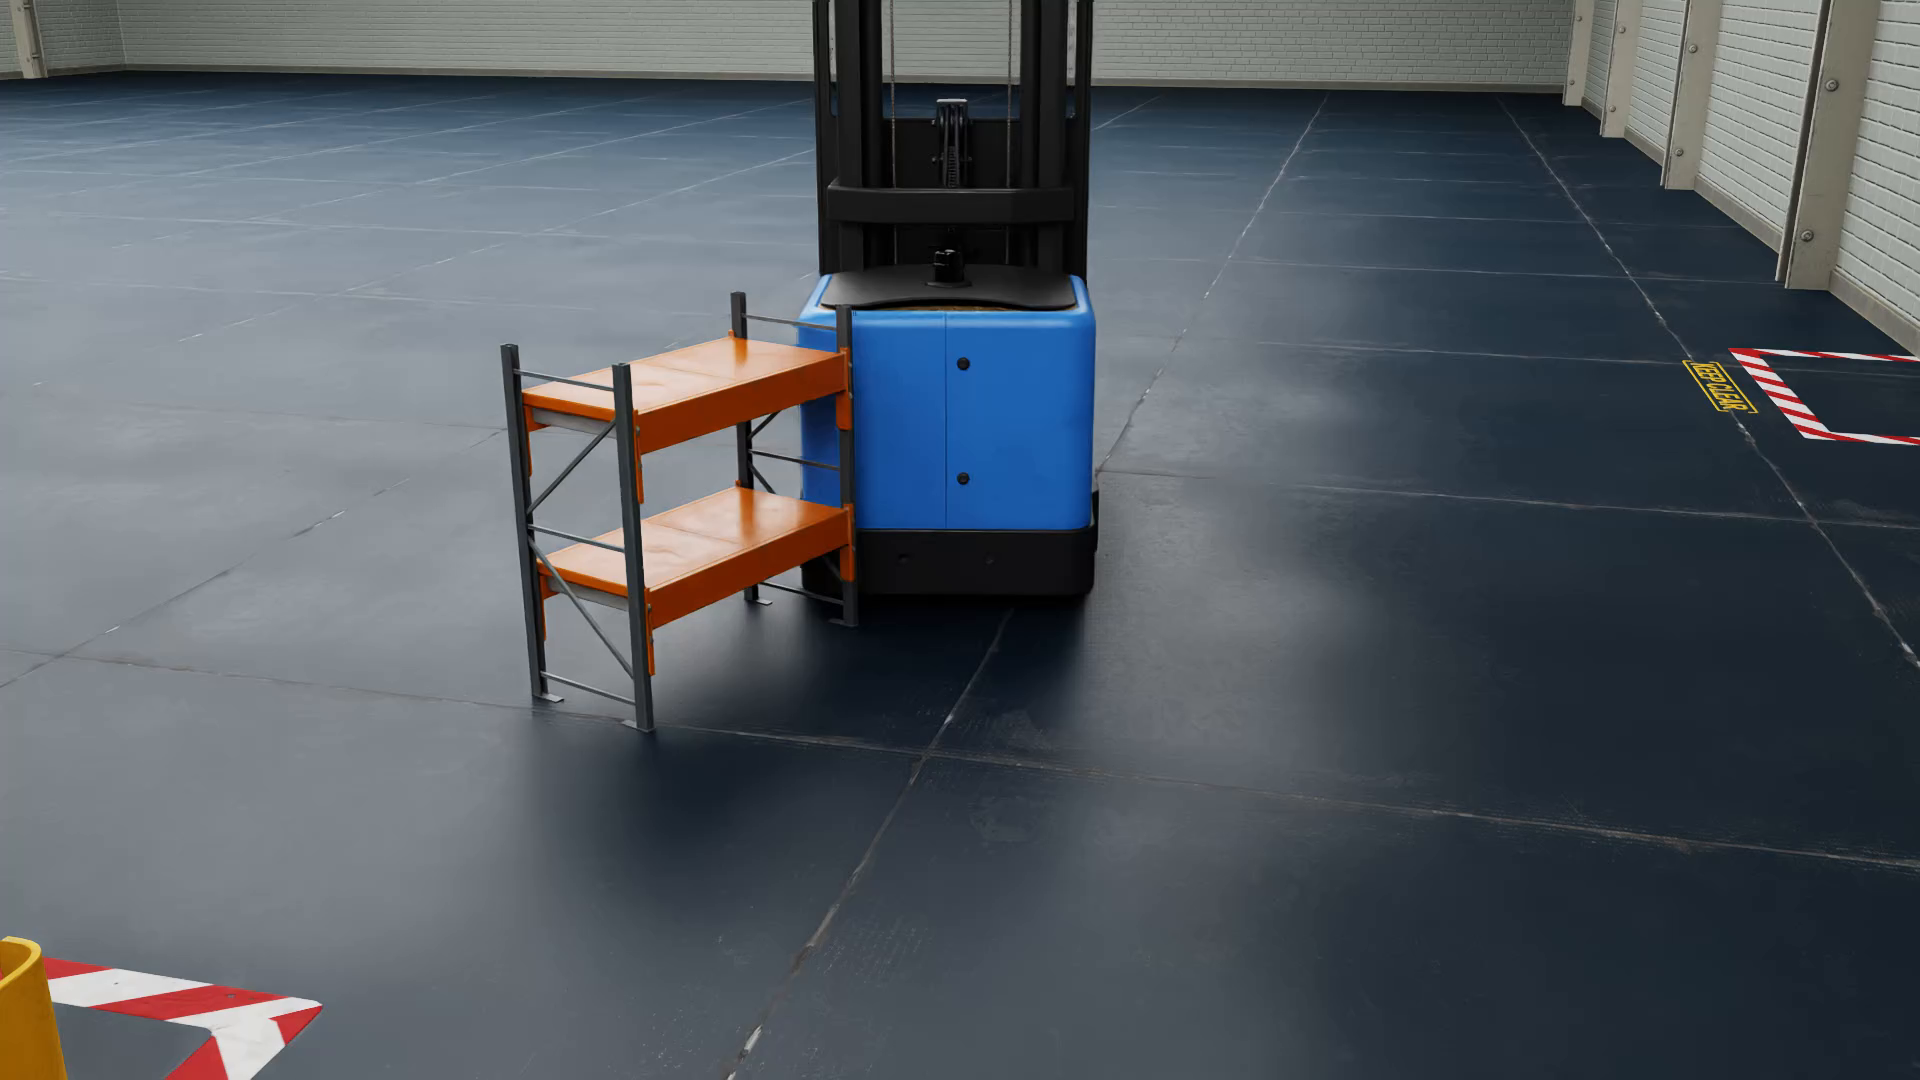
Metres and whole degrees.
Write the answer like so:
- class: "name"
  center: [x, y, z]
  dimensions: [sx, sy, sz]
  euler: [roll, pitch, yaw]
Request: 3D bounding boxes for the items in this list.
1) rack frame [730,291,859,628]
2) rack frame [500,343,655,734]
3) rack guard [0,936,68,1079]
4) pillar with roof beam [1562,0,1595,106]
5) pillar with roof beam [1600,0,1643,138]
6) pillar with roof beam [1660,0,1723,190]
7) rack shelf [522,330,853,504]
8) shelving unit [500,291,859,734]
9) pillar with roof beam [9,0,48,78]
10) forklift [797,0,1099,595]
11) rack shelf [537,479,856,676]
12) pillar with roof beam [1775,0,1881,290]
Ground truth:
- class: "rack frame"
  center: [-0.570, -0.273, 5.748]
  dimensions: [0.500, 1.125, 0.032]
  euler: [12, 22, 32]
- class: "rack frame"
  center: [-1.137, -0.001, 4.949]
  dimensions: [0.500, 1.125, 0.032]
  euler: [12, 22, 32]
- class: "rack guard"
  center: [-2.237, 0.975, 3.060]
  dimensions: [1.175, 0.500, 0.348]
  euler: [5, 19, 13]
- class: "pillar with roof beam"
  center: [6.384, -12.105, 28.204]
  dimensions: [9.100, 9.000, 0.400]
  euler: [5, 19, 13]
- class: "pillar with roof beam"
  center: [4.918, -10.224, 22.698]
  dimensions: [9.100, 9.000, 0.400]
  euler: [5, 19, 13]
- class: "pillar with roof beam"
  center: [3.452, -8.343, 17.192]
  dimensions: [9.100, 9.000, 0.400]
  euler: [5, 19, 13]
- class: "rack shelf"
  center: [-0.853, -0.414, 5.254]
  dimensions: [0.538, 0.278, 1.000]
  euler: [12, 22, 32]
- class: "shelving unit"
  center: [-0.853, -0.137, 5.349]
  dimensions: [0.538, 1.125, 1.048]
  euler: [12, 22, 32]
- class: "pillar with roof beam"
  center: [-15.812, -13.912, 33.497]
  dimensions: [9.100, 9.000, 0.400]
  euler: [5, 19, 13]
- class: "forklift"
  center: [-0.025, -1.614, 6.878]
  dimensions: [1.130, 2.935, 3.031]
  euler: [0, 19, 1]
- class: "rack shelf"
  center: [-0.853, 0.094, 5.428]
  dimensions: [0.538, 0.278, 1.000]
  euler: [12, 22, 32]
- class: "pillar with roof beam"
  center: [1.986, -6.463, 11.687]
  dimensions: [9.100, 9.000, 0.400]
  euler: [5, 19, 13]
